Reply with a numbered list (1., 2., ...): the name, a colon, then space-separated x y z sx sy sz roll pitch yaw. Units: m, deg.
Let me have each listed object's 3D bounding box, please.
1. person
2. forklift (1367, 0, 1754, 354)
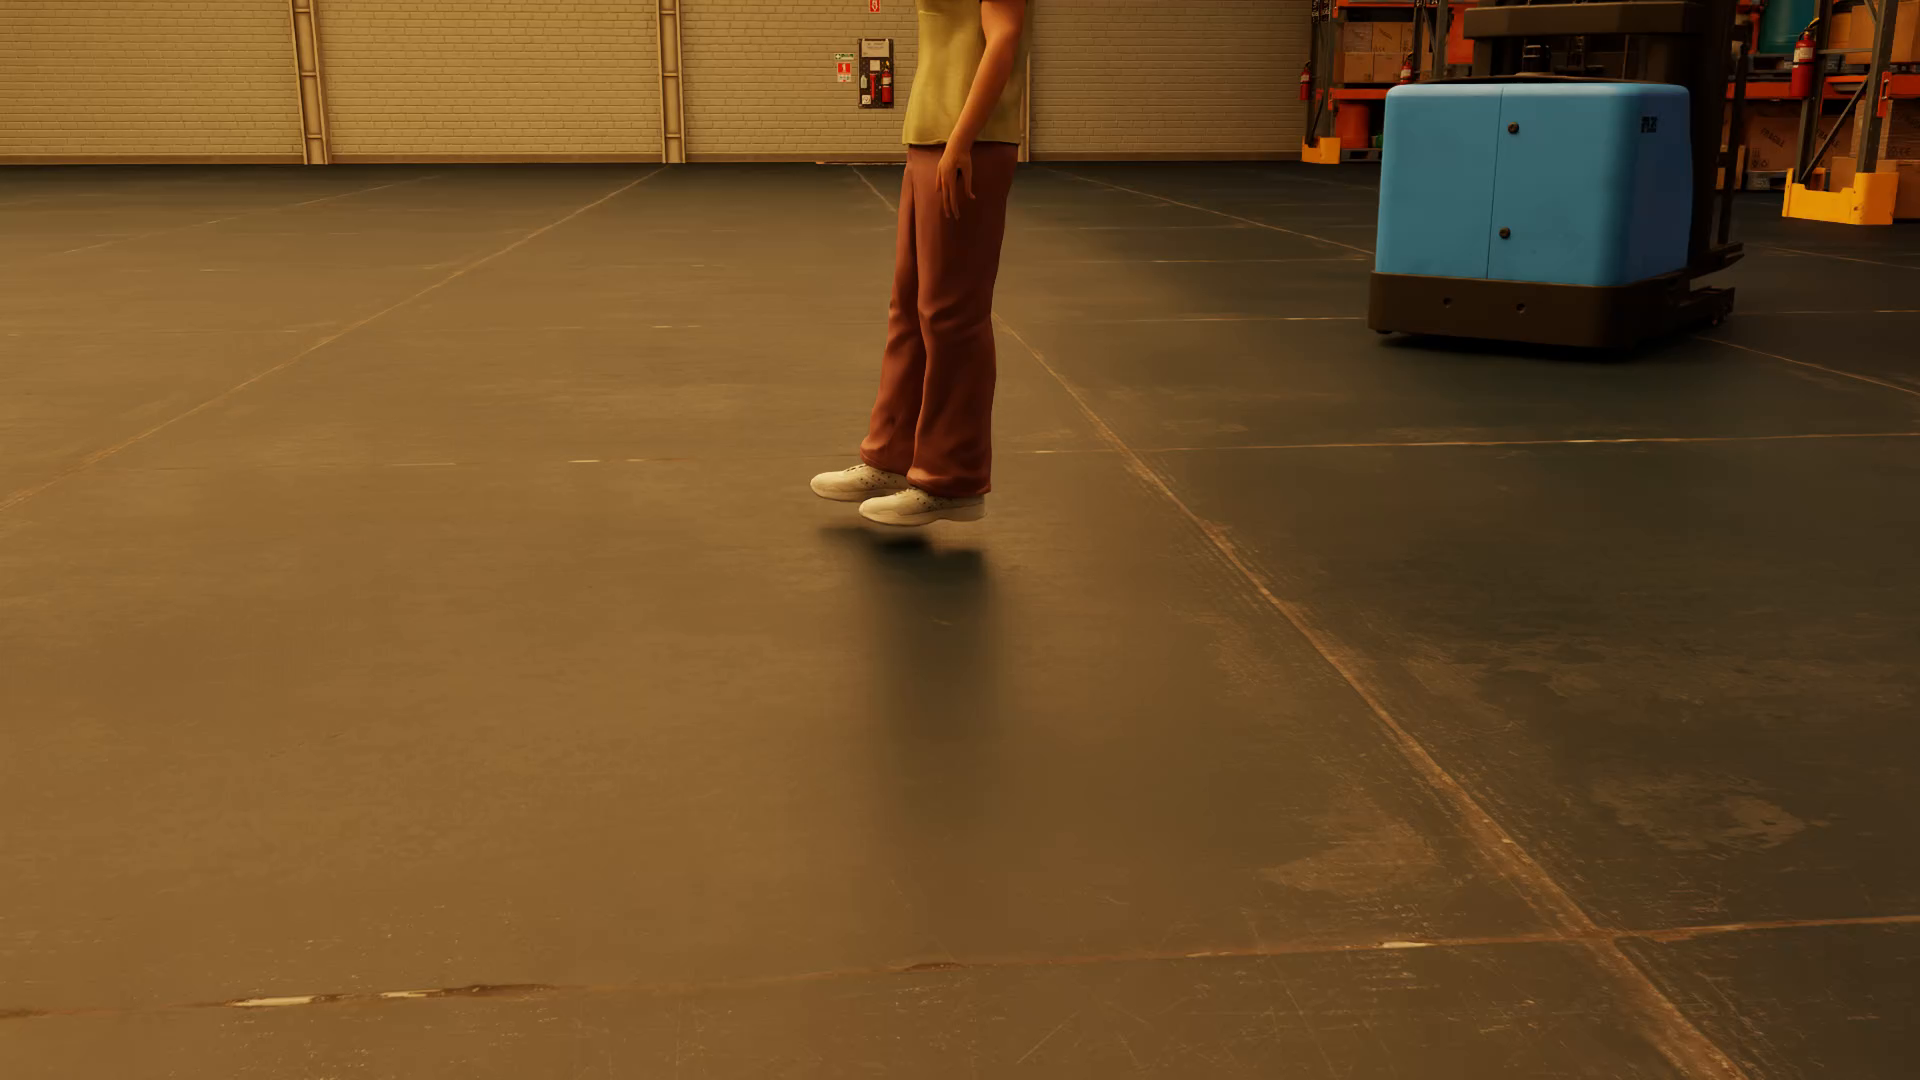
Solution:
1. person: -0.074 -0.858 3.715 0.548 1.675 0.552 -1 15 -5
2. forklift: 3.020 -2.476 7.592 1.130 2.935 3.031 11 18 35
